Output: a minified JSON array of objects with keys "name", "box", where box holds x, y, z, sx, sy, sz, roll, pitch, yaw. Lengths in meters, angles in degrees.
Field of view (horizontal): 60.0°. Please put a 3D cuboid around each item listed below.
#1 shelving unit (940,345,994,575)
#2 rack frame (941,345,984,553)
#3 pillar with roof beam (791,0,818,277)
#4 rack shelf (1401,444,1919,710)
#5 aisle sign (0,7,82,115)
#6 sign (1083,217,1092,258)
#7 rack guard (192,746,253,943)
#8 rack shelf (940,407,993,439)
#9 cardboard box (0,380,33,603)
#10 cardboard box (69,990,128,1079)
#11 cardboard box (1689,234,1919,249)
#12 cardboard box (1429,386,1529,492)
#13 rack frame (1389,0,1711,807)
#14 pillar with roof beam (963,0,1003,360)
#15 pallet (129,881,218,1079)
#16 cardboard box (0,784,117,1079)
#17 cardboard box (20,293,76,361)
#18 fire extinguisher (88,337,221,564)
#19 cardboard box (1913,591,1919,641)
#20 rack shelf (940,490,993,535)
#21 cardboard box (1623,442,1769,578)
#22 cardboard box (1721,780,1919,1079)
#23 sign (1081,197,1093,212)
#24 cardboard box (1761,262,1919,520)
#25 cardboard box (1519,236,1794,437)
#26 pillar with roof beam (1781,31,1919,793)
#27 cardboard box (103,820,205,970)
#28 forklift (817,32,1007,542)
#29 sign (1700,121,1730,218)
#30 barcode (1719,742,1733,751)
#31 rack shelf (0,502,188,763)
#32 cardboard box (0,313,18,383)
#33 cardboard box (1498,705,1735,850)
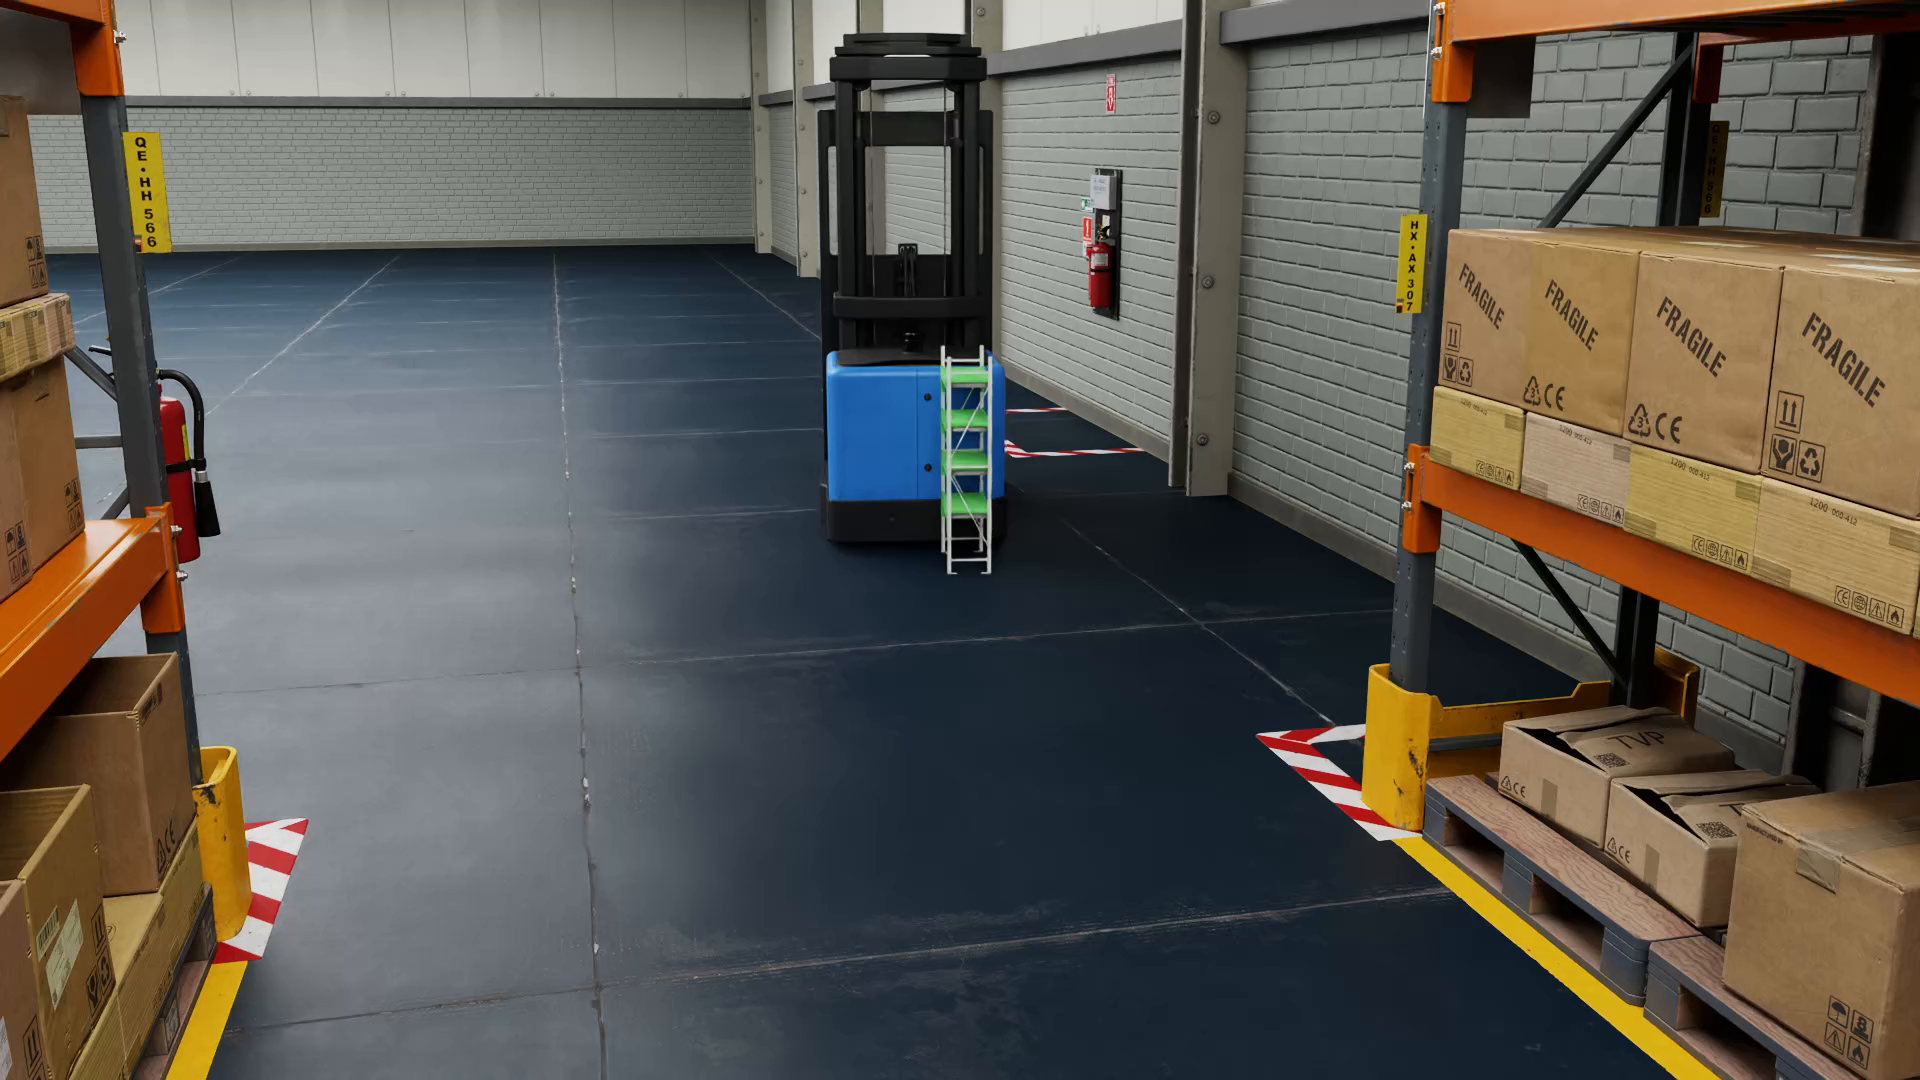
[{"name":"shelving unit","box":[0.033,-0.451,9.246,0.258,1.200,0.503,-1,14,-4]},{"name":"rack frame","box":[0.014,-0.509,9.483,0.240,1.200,0.015,-1,14,-4]},{"name":"pillar with roof beam","box":[-6.778,-8.629,26.284,9.100,9.000,0.400,-3,14,-13]},{"name":"rack shelf","box":[2.507,0.280,3.976,1.077,0.370,4.000,-3,14,-13]},{"name":"aisle sign","box":[-2.506,-1.548,4.466,0.394,0.787,0.004,-3,14,-13]},{"name":"sign","box":[1.061,-2.525,13.865,0.001,0.329,0.234,-3,14,-13]},{"name":"rack guard","box":[-2.782,0.955,4.965,1.175,0.500,0.348,-3,14,-13]},{"name":"rack shelf","box":[0.033,-0.622,9.205,0.258,0.148,0.480,-1,14,-4]},{"name":"cardboard box","box":[-2.551,-0.073,3.696,0.700,0.500,0.500,-3,14,-12]},{"name":"cardboard box","box":[-2.115,1.215,3.542,0.500,0.250,0.500,-3,14,-13]},{"name":"cardboard box","box":[2.464,-0.618,4.832,0.500,0.500,0.500,-3,14,-12]},{"name":"cardboard box","box":[1.844,-0.337,5.262,0.500,0.250,0.500,-4,14,-15]},{"name":"rack frame","box":[2.038,-0.531,5.780,1.000,3.000,0.127,-3,14,-13]},{"name":"pillar with roof beam","box":[-3.960,-5.860,14.953,9.100,9.000,0.400,-3,14,-13]},{"name":"pallet","box":[-2.556,1.275,4.264,1.003,0.211,1.213,-3,14,-13]},{"name":"cardboard box","box":[-2.112,0.851,3.454,0.500,0.500,0.500,-3,14,-13]},{"name":"cardboard box","box":[-2.502,-0.540,4.240,0.380,0.149,0.250,-4,14,-14]},{"name":"fire extinguisher","box":[-2.353,-0.269,4.873,0.296,0.674,0.183,-3,14,-13]},{"name":"cardboard box","box":[2.329,0.132,3.340,0.500,0.250,0.500,-3,14,-13]},{"name":"rack shelf","box":[0.033,-0.156,9.319,0.258,0.148,0.480,-1,14,-4]},{"name":"cardboard box","box":[2.093,-0.101,4.292,0.500,0.250,0.500,-4,14,-14]},{"name":"cardboard box","box":[2.370,0.938,4.108,0.700,0.500,0.500,-4,14,-17]},{"name":"sign","box":[1.053,-2.780,13.796,0.001,0.109,0.331,-3,14,-13]},{"name":"cardboard box","box":[2.212,-0.353,3.744,0.500,0.500,0.500,-3,14,-11]},{"name":"cardboard box","box":[1.964,-0.591,4.718,0.500,0.500,0.500,-3,14,-13]},{"name":"pillar with roof beam","box":[-1.142,-3.092,3.622,9.100,9.000,0.400,-3,14,-13]},{"name":"cardboard box","box":[-2.363,0.985,4.483,0.500,0.250,0.500,-3,14,-13]},{"name":"forklift","box":[-0.357,-1.707,10.740,1.130,2.935,3.031,-1,14,-4]},{"name":"sign","box":[2.582,-1.273,5.712,0.100,0.325,0.005,-3,14,-13]},{"name":"barcode","box":[2.506,0.704,5.446,0.001,0.075,0.075,-3,14,-13]},{"name":"rack shelf","box":[-2.307,0.557,2.843,1.077,0.370,4.000,-3,14,-13]},{"name":"cardboard box","box":[-2.379,-0.421,3.751,0.380,0.149,0.250,-3,14,-14]},{"name":"cardboard box","box":[2.113,0.726,5.373,0.500,0.311,0.500,-5,15,-20]}]
